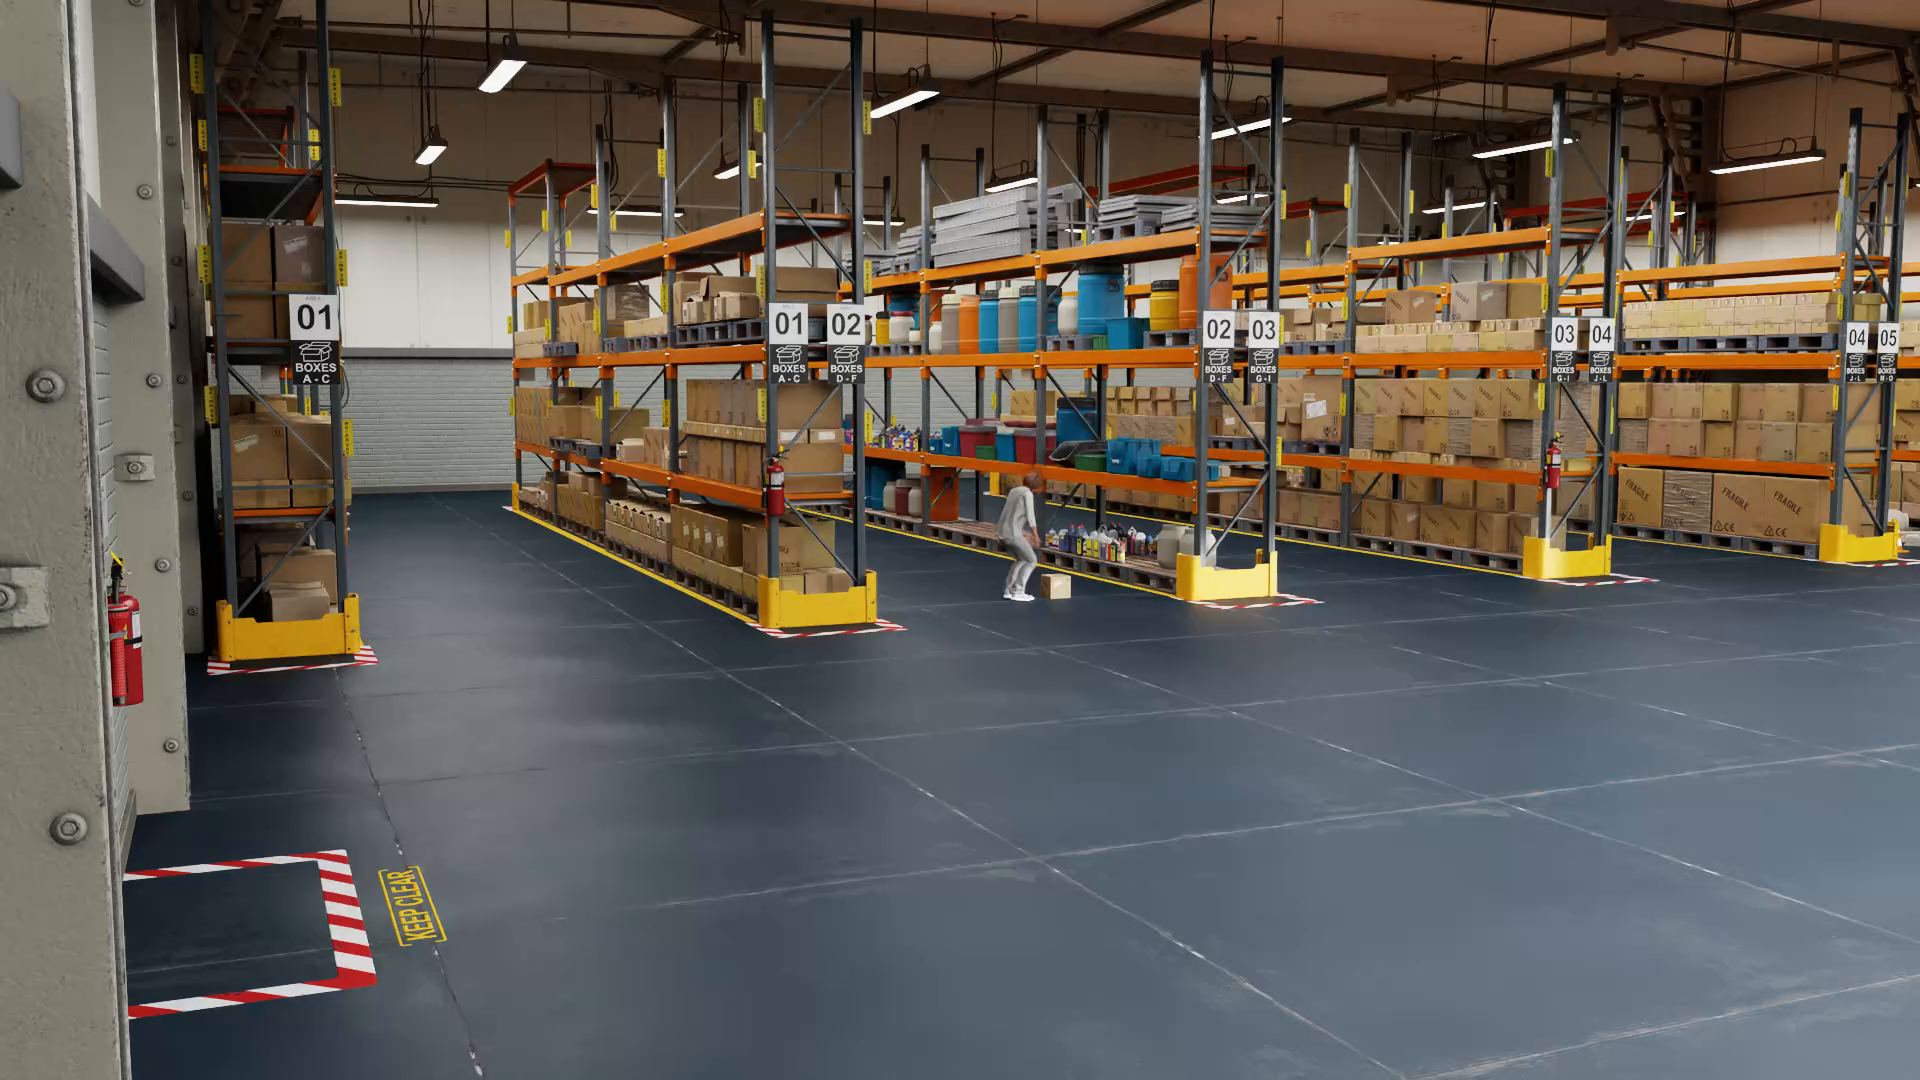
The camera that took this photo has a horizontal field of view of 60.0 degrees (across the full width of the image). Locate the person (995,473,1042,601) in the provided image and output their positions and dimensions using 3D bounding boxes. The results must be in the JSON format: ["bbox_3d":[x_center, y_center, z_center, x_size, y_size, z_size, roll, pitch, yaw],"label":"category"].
[{"bbox_3d":[0.659,-0.030,18.562,0.560,1.404,0.456,-2,6,-23],"label":"person"}]
